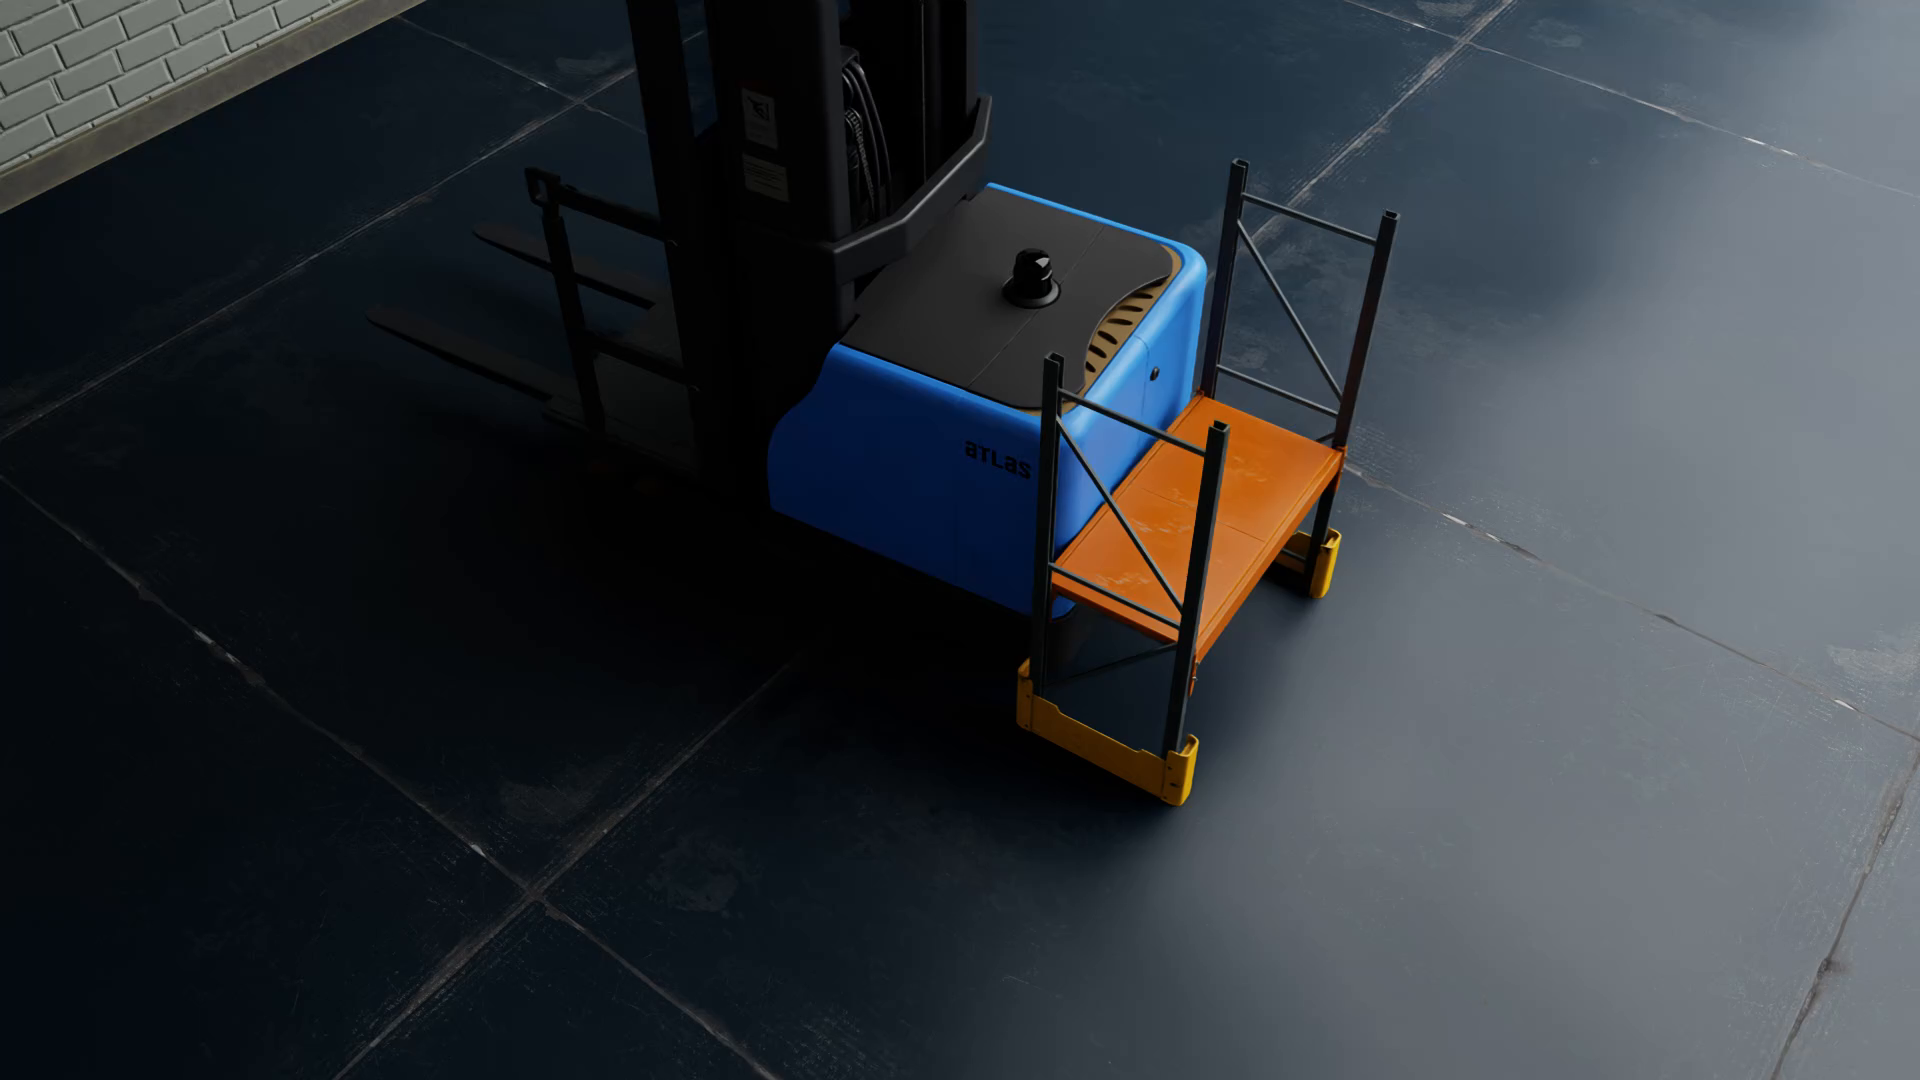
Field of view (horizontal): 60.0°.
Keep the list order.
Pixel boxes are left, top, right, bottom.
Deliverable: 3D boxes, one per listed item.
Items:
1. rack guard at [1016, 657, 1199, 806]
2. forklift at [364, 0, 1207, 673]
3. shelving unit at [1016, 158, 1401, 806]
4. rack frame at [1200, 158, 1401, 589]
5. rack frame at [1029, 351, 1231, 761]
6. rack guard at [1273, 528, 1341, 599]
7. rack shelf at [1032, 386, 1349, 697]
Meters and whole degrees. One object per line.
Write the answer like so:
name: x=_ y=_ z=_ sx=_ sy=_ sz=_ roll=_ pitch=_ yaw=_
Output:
rack guard: x=0.435 y=0.577 z=5.026 sx=0.587 sy=0.250 sz=0.087 roll=25 pitch=51 yaw=22
forklift: x=-0.761 y=-1.381 z=5.043 sx=3.031 sy=2.935 sz=1.130 roll=22 pitch=50 yaw=20
shelving unit: x=0.709 y=-0.155 z=4.861 sx=0.587 sy=1.500 sz=1.083 roll=25 pitch=51 yaw=22
rack frame: x=0.983 y=-0.457 z=5.149 sx=0.500 sy=1.500 sz=0.032 roll=25 pitch=51 yaw=22
rack frame: x=0.424 y=0.157 z=4.563 sx=0.500 sy=1.500 sz=0.032 roll=25 pitch=51 yaw=22
rack guard: x=0.982 y=-0.025 z=5.601 sx=0.587 sy=0.250 sz=0.087 roll=25 pitch=51 yaw=22
rack shelf: x=0.704 y=-0.026 z=4.986 sx=0.538 sy=0.185 sz=1.000 roll=25 pitch=51 yaw=22
